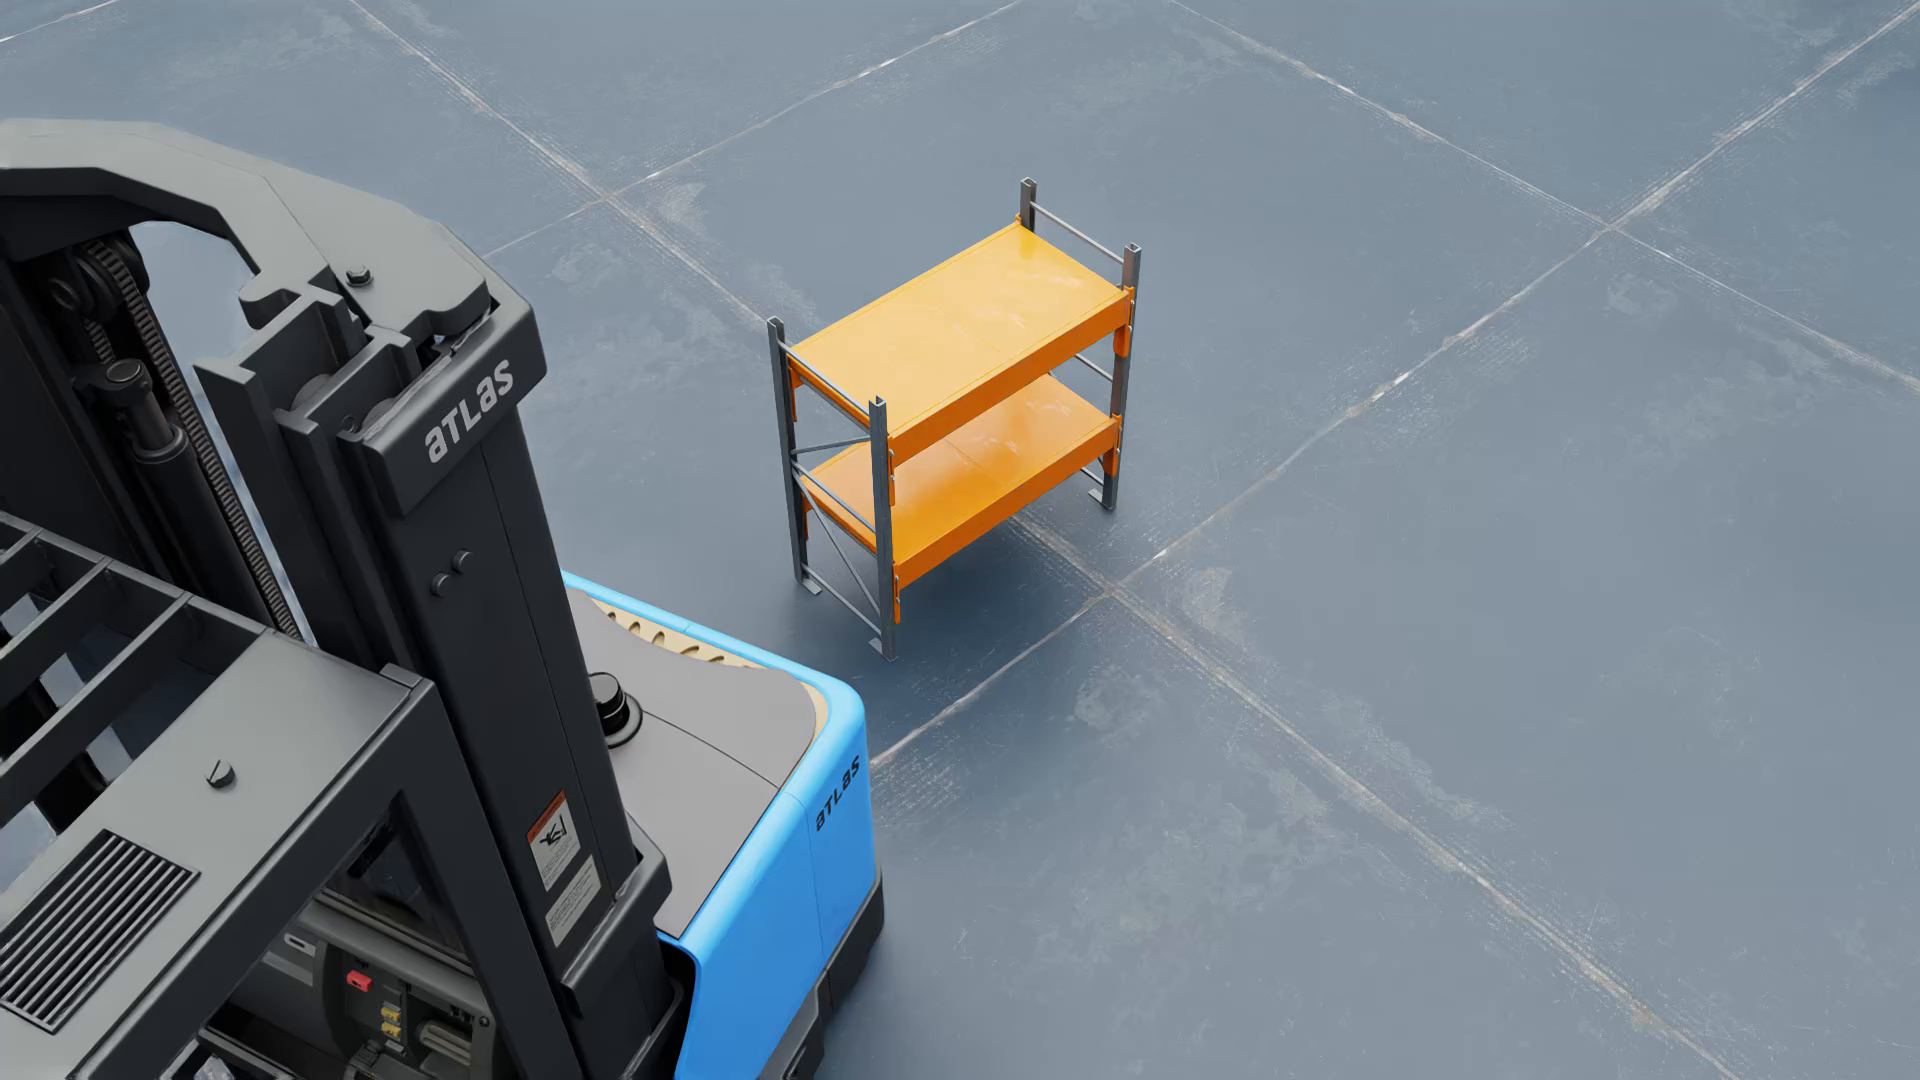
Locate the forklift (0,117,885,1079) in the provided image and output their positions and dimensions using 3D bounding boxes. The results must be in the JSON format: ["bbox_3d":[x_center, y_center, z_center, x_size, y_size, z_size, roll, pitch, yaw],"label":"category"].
[{"bbox_3d":[-1.313,0.911,2.915,1.130,2.935,3.031,20,50,17],"label":"forklift"}]

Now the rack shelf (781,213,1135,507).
[{"bbox_3d":[-0.005,-0.577,5.118,1.000,0.278,0.538,-34,56,-27],"label":"rack shelf"}]

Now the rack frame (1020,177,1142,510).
[{"bbox_3d":[0.371,-0.629,5.565,0.032,1.125,0.500,-34,56,-27],"label":"rack frame"}]

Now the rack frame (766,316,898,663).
[{"bbox_3d":[-0.381,-0.127,5.102,0.032,1.125,0.500,-34,56,-27],"label":"rack frame"}]

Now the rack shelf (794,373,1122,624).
[{"bbox_3d":[-0.005,-0.212,5.513,1.000,0.278,0.538,-34,56,-27],"label":"rack shelf"}]

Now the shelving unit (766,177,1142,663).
[{"bbox_3d":[-0.005,-0.378,5.334,1.048,1.125,0.538,-34,56,-27],"label":"shelving unit"}]
